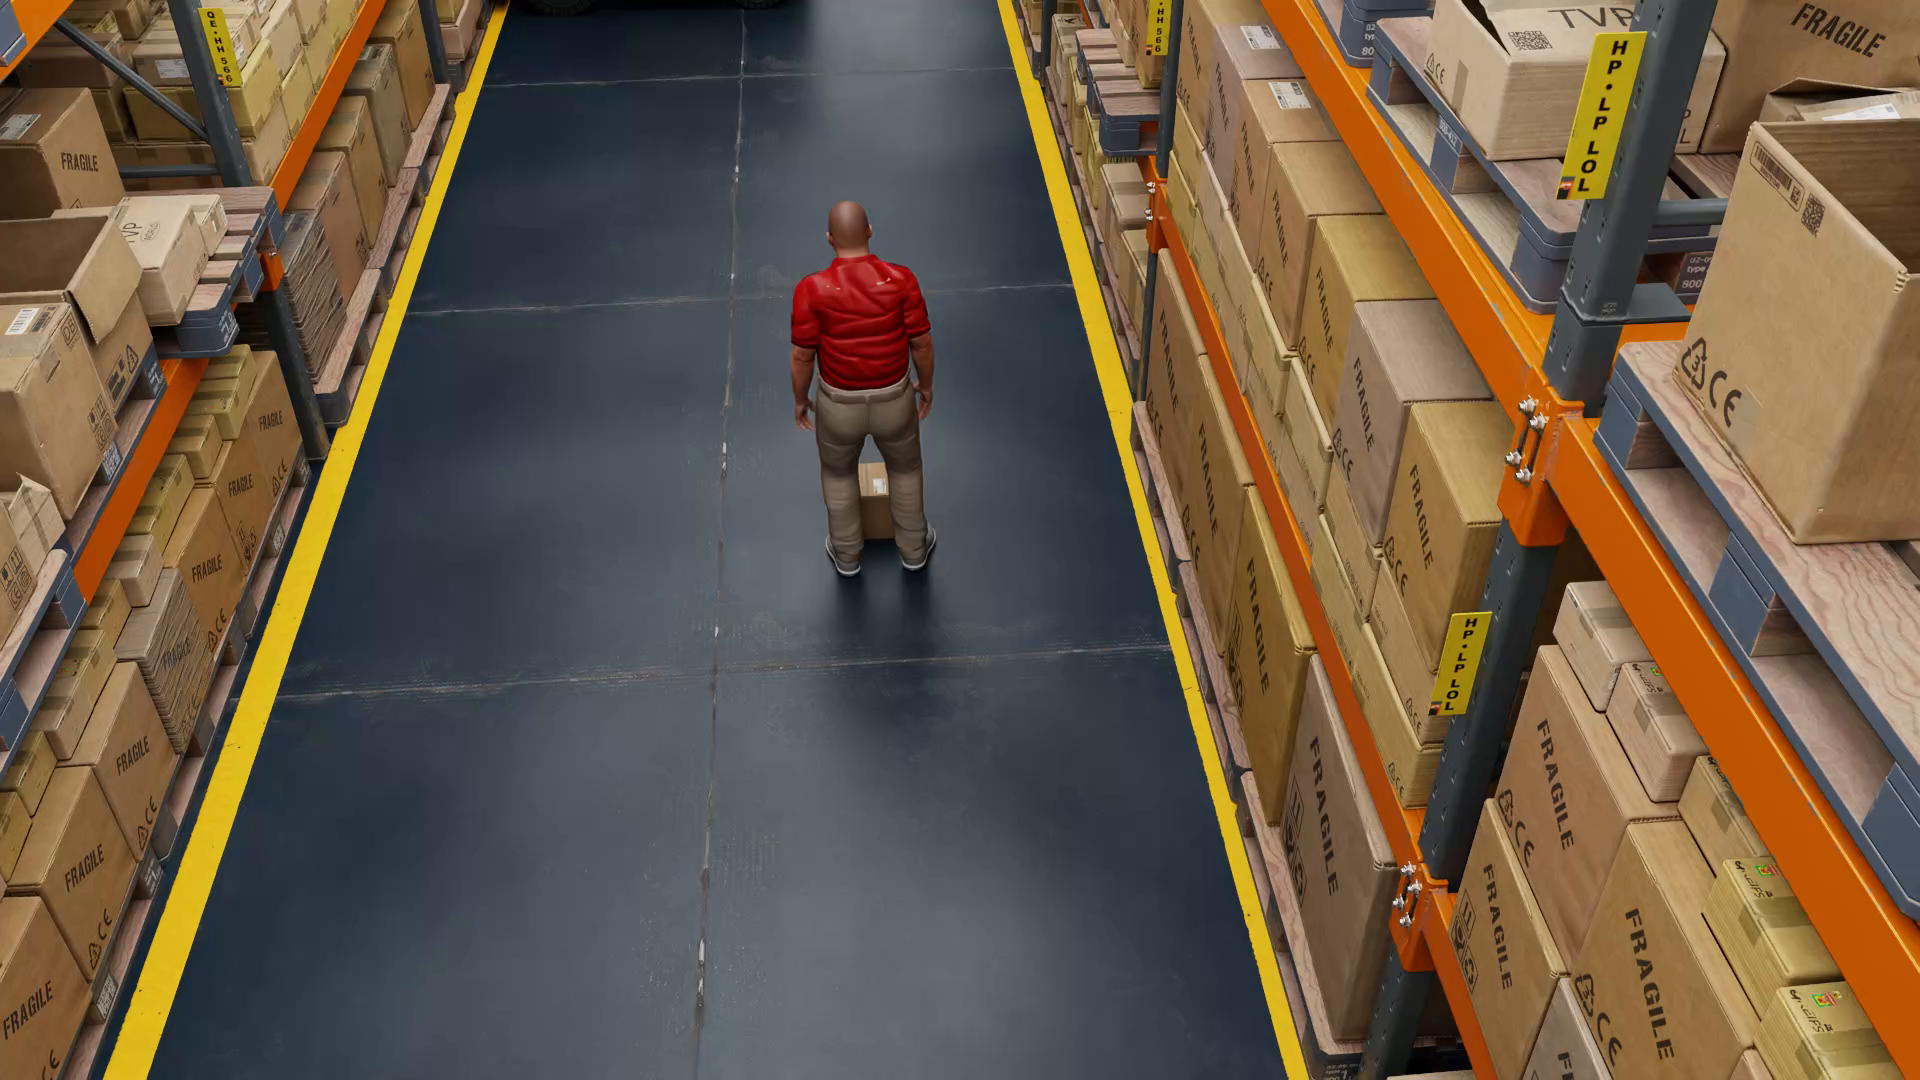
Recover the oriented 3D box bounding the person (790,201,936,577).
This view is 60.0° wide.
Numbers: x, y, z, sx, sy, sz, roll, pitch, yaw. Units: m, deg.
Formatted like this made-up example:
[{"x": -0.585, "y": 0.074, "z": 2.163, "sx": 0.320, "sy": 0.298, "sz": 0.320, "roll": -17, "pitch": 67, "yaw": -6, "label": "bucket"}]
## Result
[{"x": -0.394, "y": -0.591, "z": 6.899, "sx": 0.604, "sy": 1.726, "sz": 0.394, "roll": -5, "pitch": 39, "yaw": -7, "label": "person"}]
